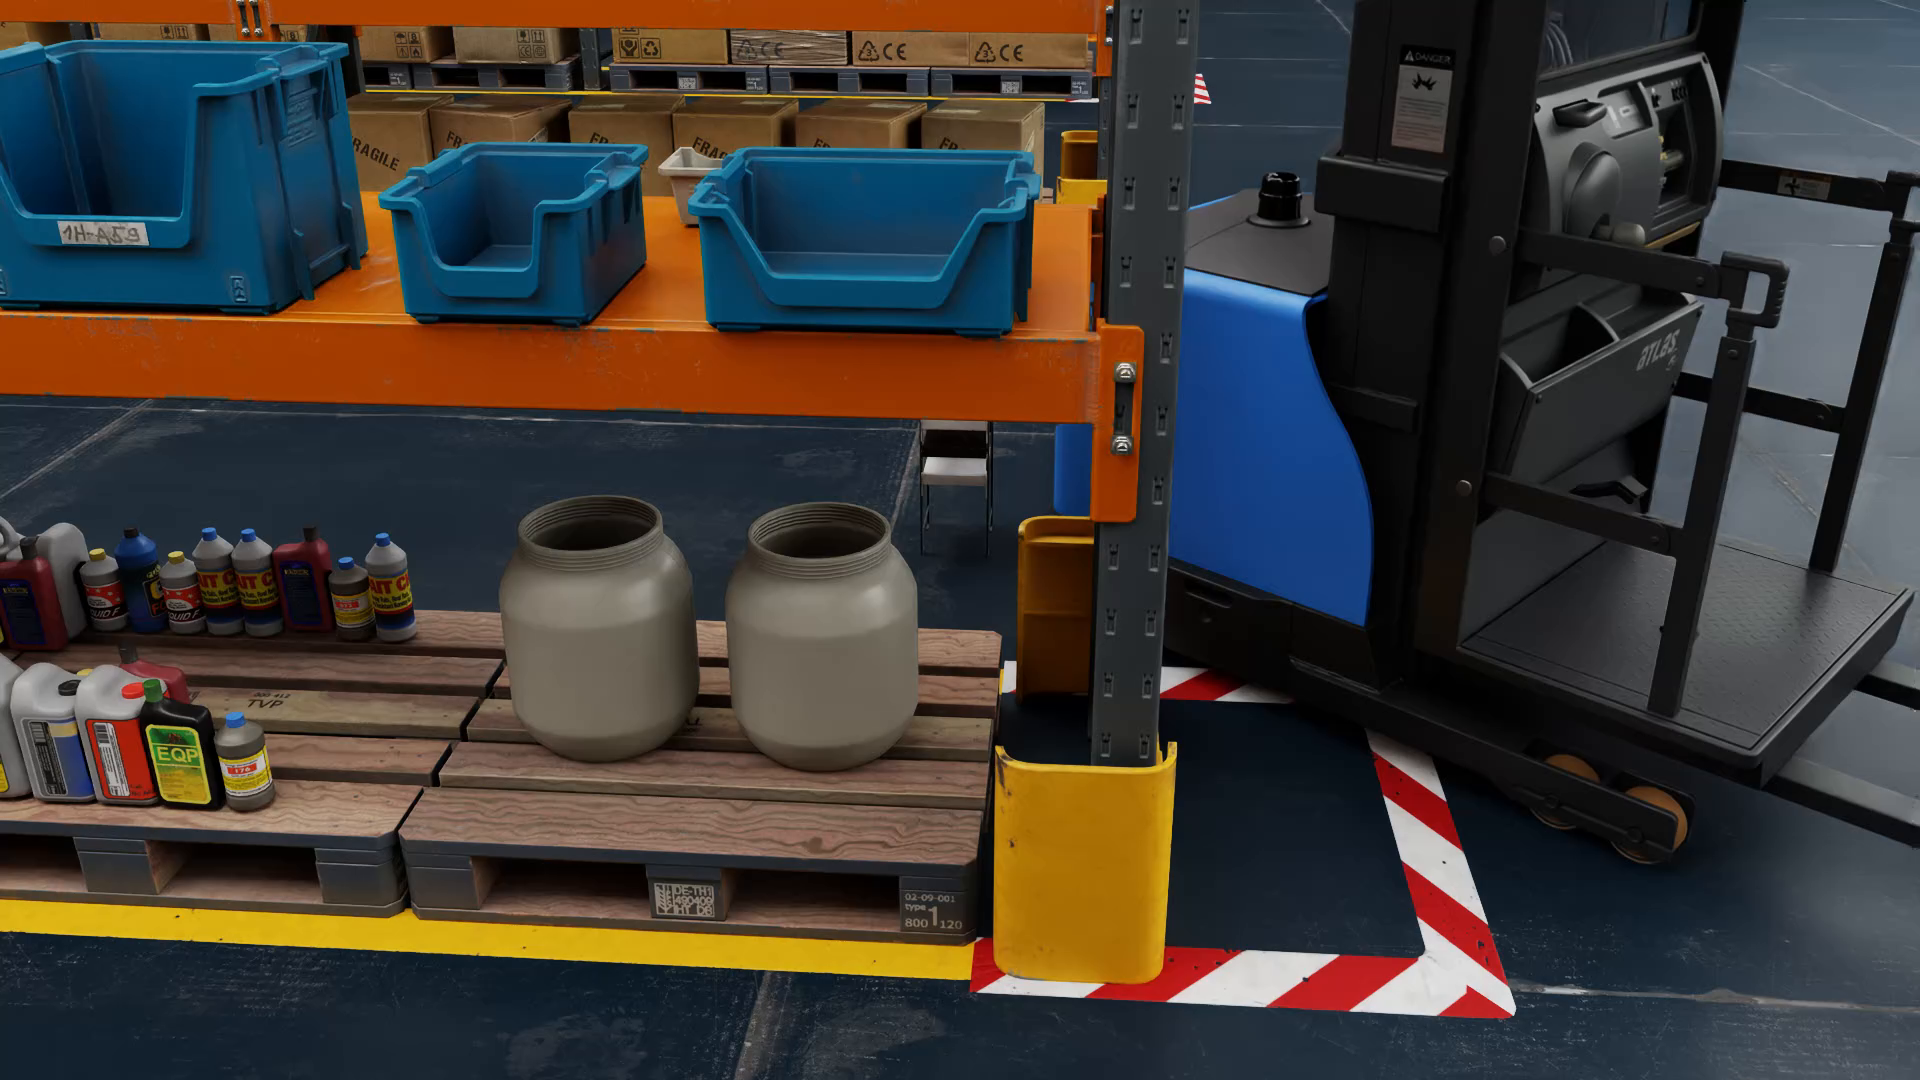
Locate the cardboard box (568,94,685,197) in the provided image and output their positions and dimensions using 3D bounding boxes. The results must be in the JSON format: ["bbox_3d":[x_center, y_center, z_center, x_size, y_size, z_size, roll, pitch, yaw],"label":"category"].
[{"bbox_3d":[-1.657,-1.955,8.398,0.500,0.500,0.500,0,25,-1],"label":"cardboard box"}]

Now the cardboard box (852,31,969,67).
[{"bbox_3d":[-0.339,-4.114,12.643,0.875,0.875,0.875,1,25,3],"label":"cardboard box"}]

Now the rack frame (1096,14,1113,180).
[{"bbox_3d":[0.739,-2.803,7.754,0.127,3.000,1.000,2,25,4],"label":"rack frame"}]

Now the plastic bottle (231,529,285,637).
[{"bbox_3d":[-1.766,0.102,4.178,0.097,0.271,0.097,0,25,0],"label":"plastic bottle"}]

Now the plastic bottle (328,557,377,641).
[{"bbox_3d":[-1.528,0.141,4.176,0.097,0.201,0.097,0,25,0],"label":"plastic bottle"}]

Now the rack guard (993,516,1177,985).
[{"bbox_3d":[0.280,0.414,3.753,0.348,0.500,1.175,2,25,4],"label":"rack guard"}]

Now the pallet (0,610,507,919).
[{"bbox_3d":[-1.743,0.476,3.962,1.213,0.211,1.003,2,25,4],"label":"pallet"}]

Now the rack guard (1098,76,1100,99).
[{"bbox_3d":[1.243,-3.731,12.761,0.348,0.500,1.175,2,25,4],"label":"rack guard"}]

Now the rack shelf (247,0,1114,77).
[{"bbox_3d":[-1.255,-2.541,8.044,4.000,0.370,1.077,2,25,4],"label":"rack shelf"}]

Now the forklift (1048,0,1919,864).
[{"bbox_3d":[1.663,-0.860,3.613,3.031,2.935,1.130,22,32,39],"label":"forklift"}]

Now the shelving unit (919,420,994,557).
[{"bbox_3d":[-0.008,-0.409,5.062,0.210,0.900,0.258,2,25,4],"label":"shelving unit"}]

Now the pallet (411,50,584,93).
[{"bbox_3d":[-3.544,-3.722,13.086,1.213,0.211,1.003,2,25,4],"label":"pallet"}]

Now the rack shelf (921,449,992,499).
[{"bbox_3d":[-0.008,-0.215,5.152,0.200,0.077,0.258,2,25,4],"label":"rack shelf"}]

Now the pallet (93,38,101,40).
[{"bbox_3d":[-7.536,-3.882,13.435,1.213,0.211,1.003,2,25,4],"label":"pallet"}]

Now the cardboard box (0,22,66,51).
[{"bbox_3d":[-7.434,-4.091,13.040,0.500,0.500,0.500,2,25,4],"label":"cardboard box"}]

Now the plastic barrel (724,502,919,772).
[{"bbox_3d":[-0.303,0.211,3.677,0.421,0.512,0.421,0,25,0],"label":"plastic barrel"}]

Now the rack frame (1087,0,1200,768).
[{"bbox_3d":[0.360,-0.739,3.268,0.127,3.000,1.000,2,25,4],"label":"rack frame"}]

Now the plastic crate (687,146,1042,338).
[{"bbox_3d":[-0.162,-0.563,3.063,0.616,0.251,0.499,2,25,4],"label":"plastic crate"}]

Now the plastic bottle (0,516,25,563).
[{"bbox_3d":[-2.451,0.053,4.188,0.185,0.351,0.144,2,25,4],"label":"plastic bottle"}]

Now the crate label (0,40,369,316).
[{"bbox_3d":[-1.496,-0.701,3.144,0.616,0.435,0.502,2,25,4],"label":"crate label"}]

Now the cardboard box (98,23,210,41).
[{"bbox_3d":[-6.157,-4.235,13.055,0.750,0.750,1.050,2,25,3],"label":"cardboard box"}]

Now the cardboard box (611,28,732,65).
[{"bbox_3d":[-2.147,-4.172,12.767,0.875,0.875,0.875,2,25,5],"label":"cardboard box"}]

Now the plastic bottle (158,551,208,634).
[{"bbox_3d":[-1.965,0.127,4.207,0.097,0.201,0.097,0,25,0],"label":"plastic bottle"}]

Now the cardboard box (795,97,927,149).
[{"bbox_3d":[-0.481,-1.890,8.258,0.500,0.500,0.500,8,26,18],"label":"cardboard box"}]

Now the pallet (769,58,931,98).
[{"bbox_3d":[-0.797,-3.634,12.895,1.213,0.211,1.003,2,25,4],"label":"pallet"}]

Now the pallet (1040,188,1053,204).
[{"bbox_3d":[-0.144,-1.580,8.431,1.213,0.211,1.003,2,25,4],"label":"pallet"}]

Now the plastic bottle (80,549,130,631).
[{"bbox_3d":[-2.170,0.120,4.221,0.097,0.201,0.097,0,25,0],"label":"plastic bottle"}]

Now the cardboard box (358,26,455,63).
[{"bbox_3d":[-4.356,-4.179,12.933,0.750,0.750,1.050,2,25,4],"label":"cardboard box"}]

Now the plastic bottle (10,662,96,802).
[{"bbox_3d":[-1.893,0.398,3.528,0.135,0.276,0.152,1,25,3],"label":"plastic bottle"}]

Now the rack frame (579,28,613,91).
[{"bbox_3d":[-2.769,-4.995,12.518,0.127,3.000,1.000,2,25,4],"label":"rack frame"}]

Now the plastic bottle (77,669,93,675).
[{"bbox_3d":[-1.902,0.380,3.658,0.097,0.201,0.097,0,25,0],"label":"plastic bottle"}]

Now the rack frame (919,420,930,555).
[{"bbox_3d":[-0.109,-0.412,5.070,0.006,0.900,0.240,2,25,4],"label":"rack frame"}]

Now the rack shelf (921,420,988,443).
[{"bbox_3d":[-0.008,-0.379,5.076,0.200,0.077,0.258,2,25,4],"label":"rack shelf"}]

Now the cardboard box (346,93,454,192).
[{"bbox_3d":[-2.854,-1.957,8.403,0.500,0.500,0.500,1,25,2],"label":"cardboard box"}]

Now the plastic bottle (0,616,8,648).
[{"bbox_3d":[-2.433,0.127,4.108,0.133,0.283,0.061,2,25,4],"label":"plastic bottle"}]

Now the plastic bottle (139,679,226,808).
[{"bbox_3d":[-1.623,0.423,3.466,0.133,0.283,0.061,2,25,5],"label":"plastic bottle"}]
